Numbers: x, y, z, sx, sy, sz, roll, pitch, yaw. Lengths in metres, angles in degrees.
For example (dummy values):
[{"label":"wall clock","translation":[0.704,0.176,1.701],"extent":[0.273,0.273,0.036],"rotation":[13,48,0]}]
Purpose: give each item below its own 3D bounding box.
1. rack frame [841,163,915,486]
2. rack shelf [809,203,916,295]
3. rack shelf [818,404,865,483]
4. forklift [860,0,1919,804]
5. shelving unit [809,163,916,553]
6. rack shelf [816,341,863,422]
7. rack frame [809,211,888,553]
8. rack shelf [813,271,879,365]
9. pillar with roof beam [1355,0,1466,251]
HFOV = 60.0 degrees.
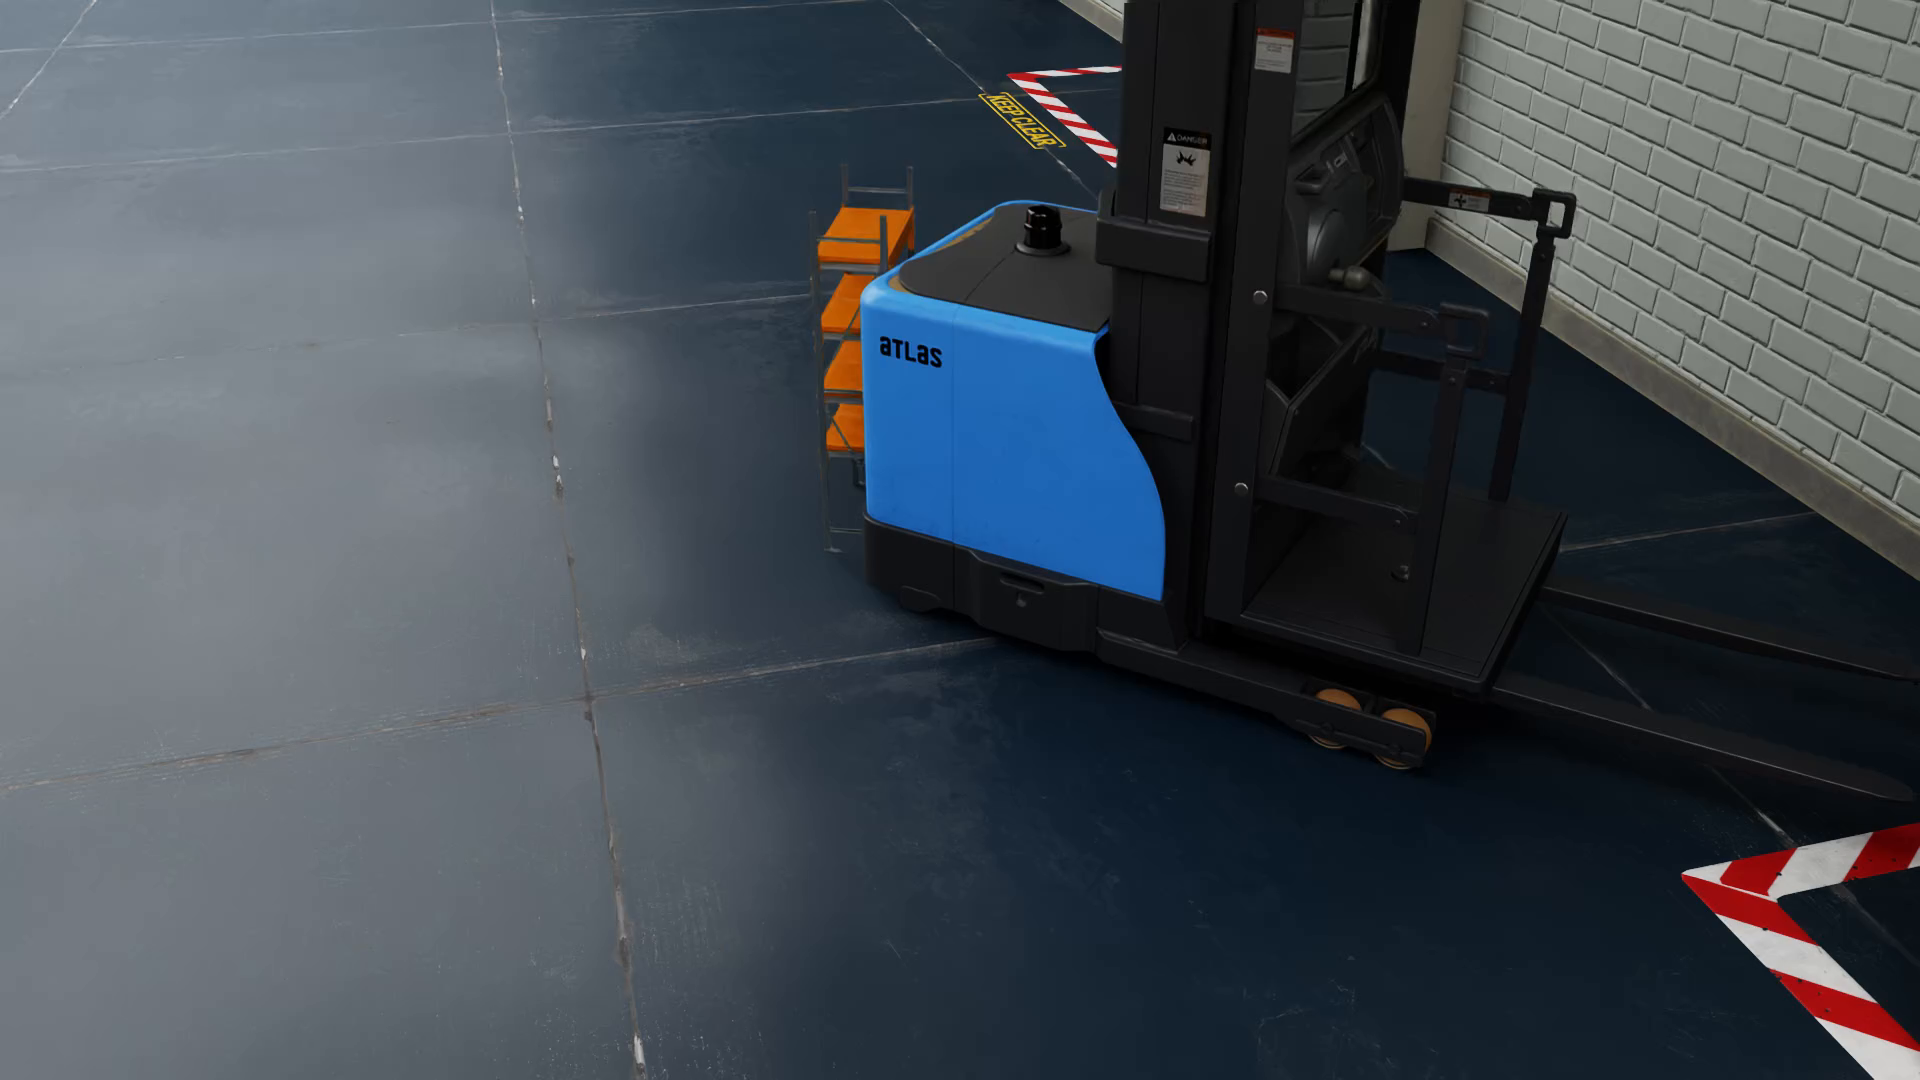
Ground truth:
[{"label":"rack frame","translation":[-0.273,-0.717,5.791],"extent":[0.240,1.200,0.015],"rotation":[4,30,7]},{"label":"rack shelf","translation":[-0.308,-0.936,5.385],"extent":[0.258,0.148,0.480],"rotation":[4,30,7]},{"label":"rack shelf","translation":[-0.308,-0.366,5.715],"extent":[0.258,0.148,0.480],"rotation":[4,30,7]},{"label":"forklift","translation":[1.227,-0.933,4.437],"extent":[3.031,2.935,1.130],"rotation":[16,34,25]},{"label":"shelving unit","translation":[-0.308,-0.596,5.582],"extent":[0.258,1.200,0.503],"rotation":[4,30,7]},{"label":"rack shelf","translation":[-0.308,-0.538,5.616],"extent":[0.258,0.148,0.480],"rotation":[4,30,7]},{"label":"rack frame","translation":[-0.342,-0.475,5.373],"extent":[0.240,1.200,0.015],"rotation":[4,30,7]},{"label":"rack shelf","translation":[-0.308,-0.731,5.504],"extent":[0.258,0.148,0.480],"rotation":[4,30,7]},{"label":"pillar with roof beam","translation":[-2.011,-4.856,5.157],"extent":[9.100,9.000,0.400],"rotation":[-8,31,-13]}]
